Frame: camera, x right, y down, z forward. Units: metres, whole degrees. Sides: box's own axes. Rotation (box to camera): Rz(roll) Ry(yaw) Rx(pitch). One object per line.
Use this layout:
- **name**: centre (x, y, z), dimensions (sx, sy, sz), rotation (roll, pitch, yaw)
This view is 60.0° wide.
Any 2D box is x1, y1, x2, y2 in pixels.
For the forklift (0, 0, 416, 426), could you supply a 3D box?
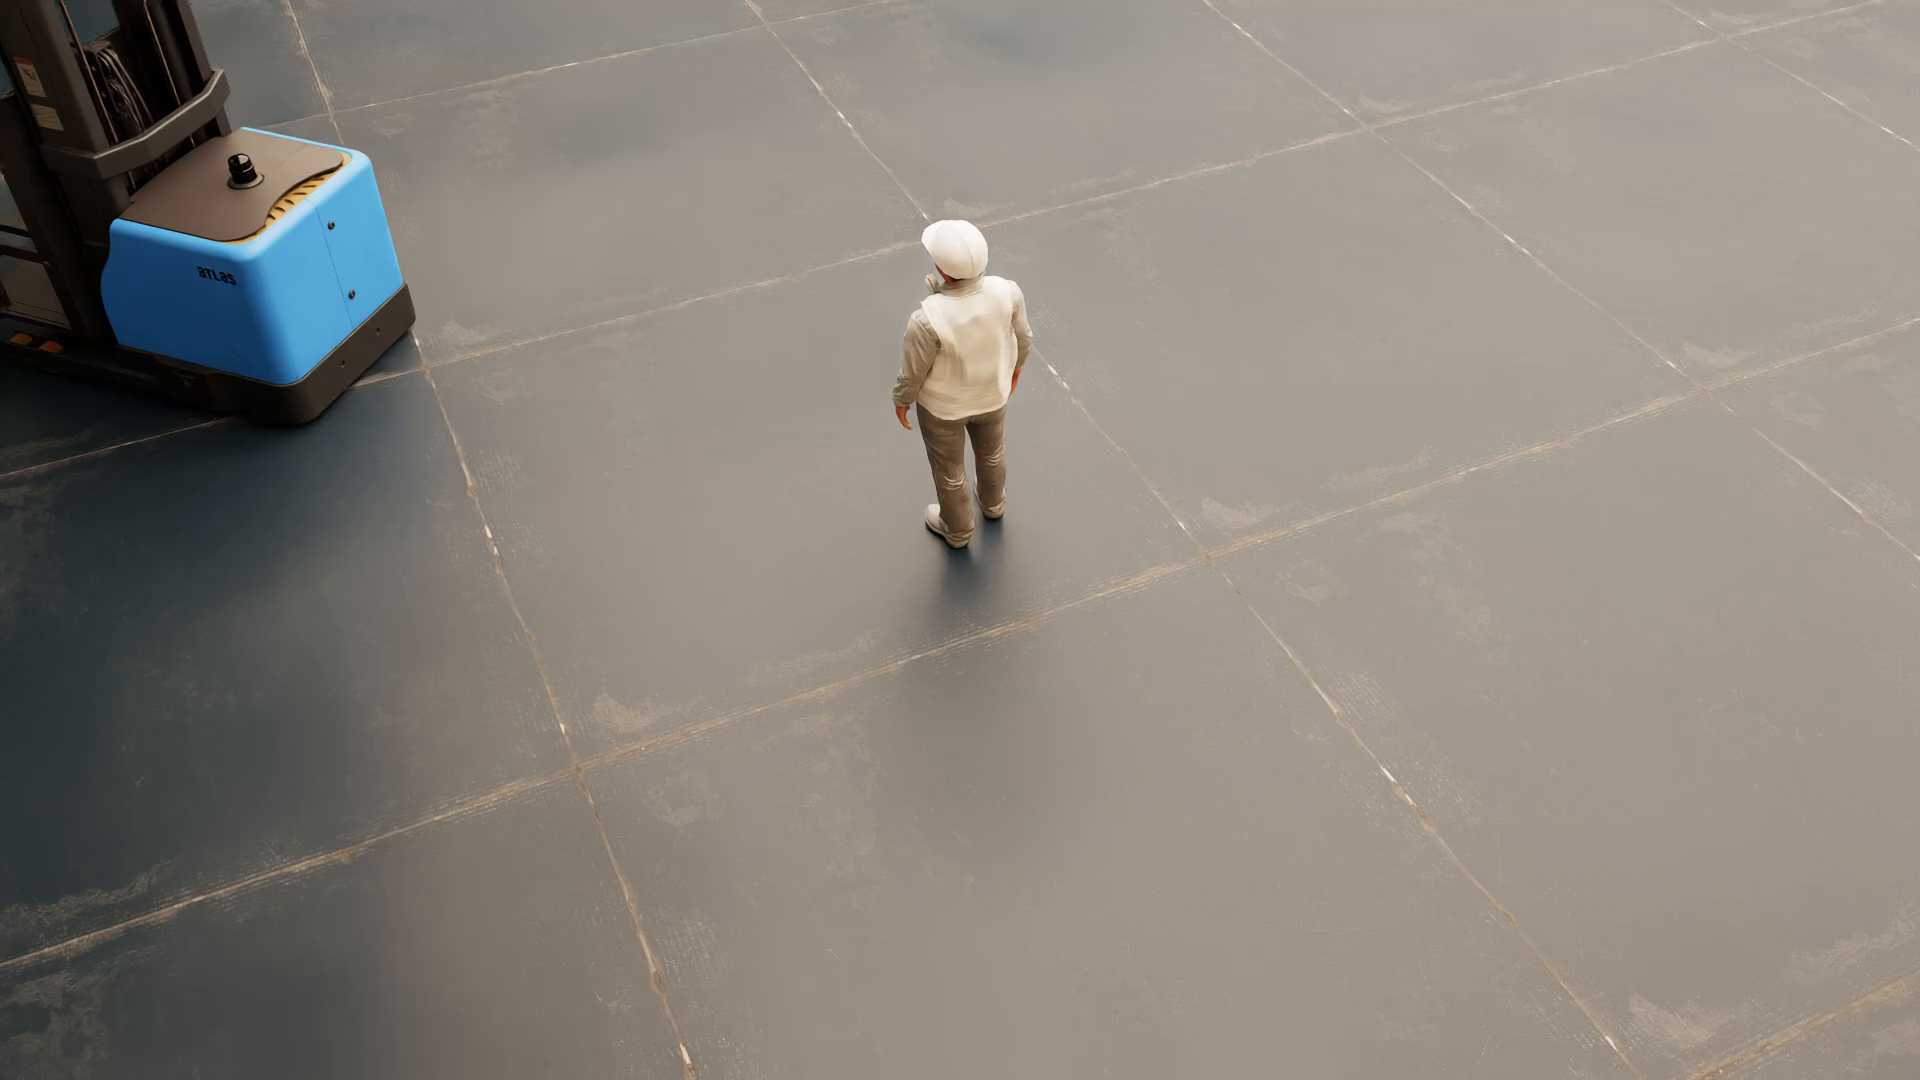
- **forklift**: centre (-4.516, -2.274, 8.117), dimensions (3.031, 2.935, 1.130), rotation (14, 45, 15)

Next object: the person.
- **person**: centre (-0.019, -0.695, 7.261), dimensions (0.632, 1.773, 0.568), rotation (-18, 46, -18)
